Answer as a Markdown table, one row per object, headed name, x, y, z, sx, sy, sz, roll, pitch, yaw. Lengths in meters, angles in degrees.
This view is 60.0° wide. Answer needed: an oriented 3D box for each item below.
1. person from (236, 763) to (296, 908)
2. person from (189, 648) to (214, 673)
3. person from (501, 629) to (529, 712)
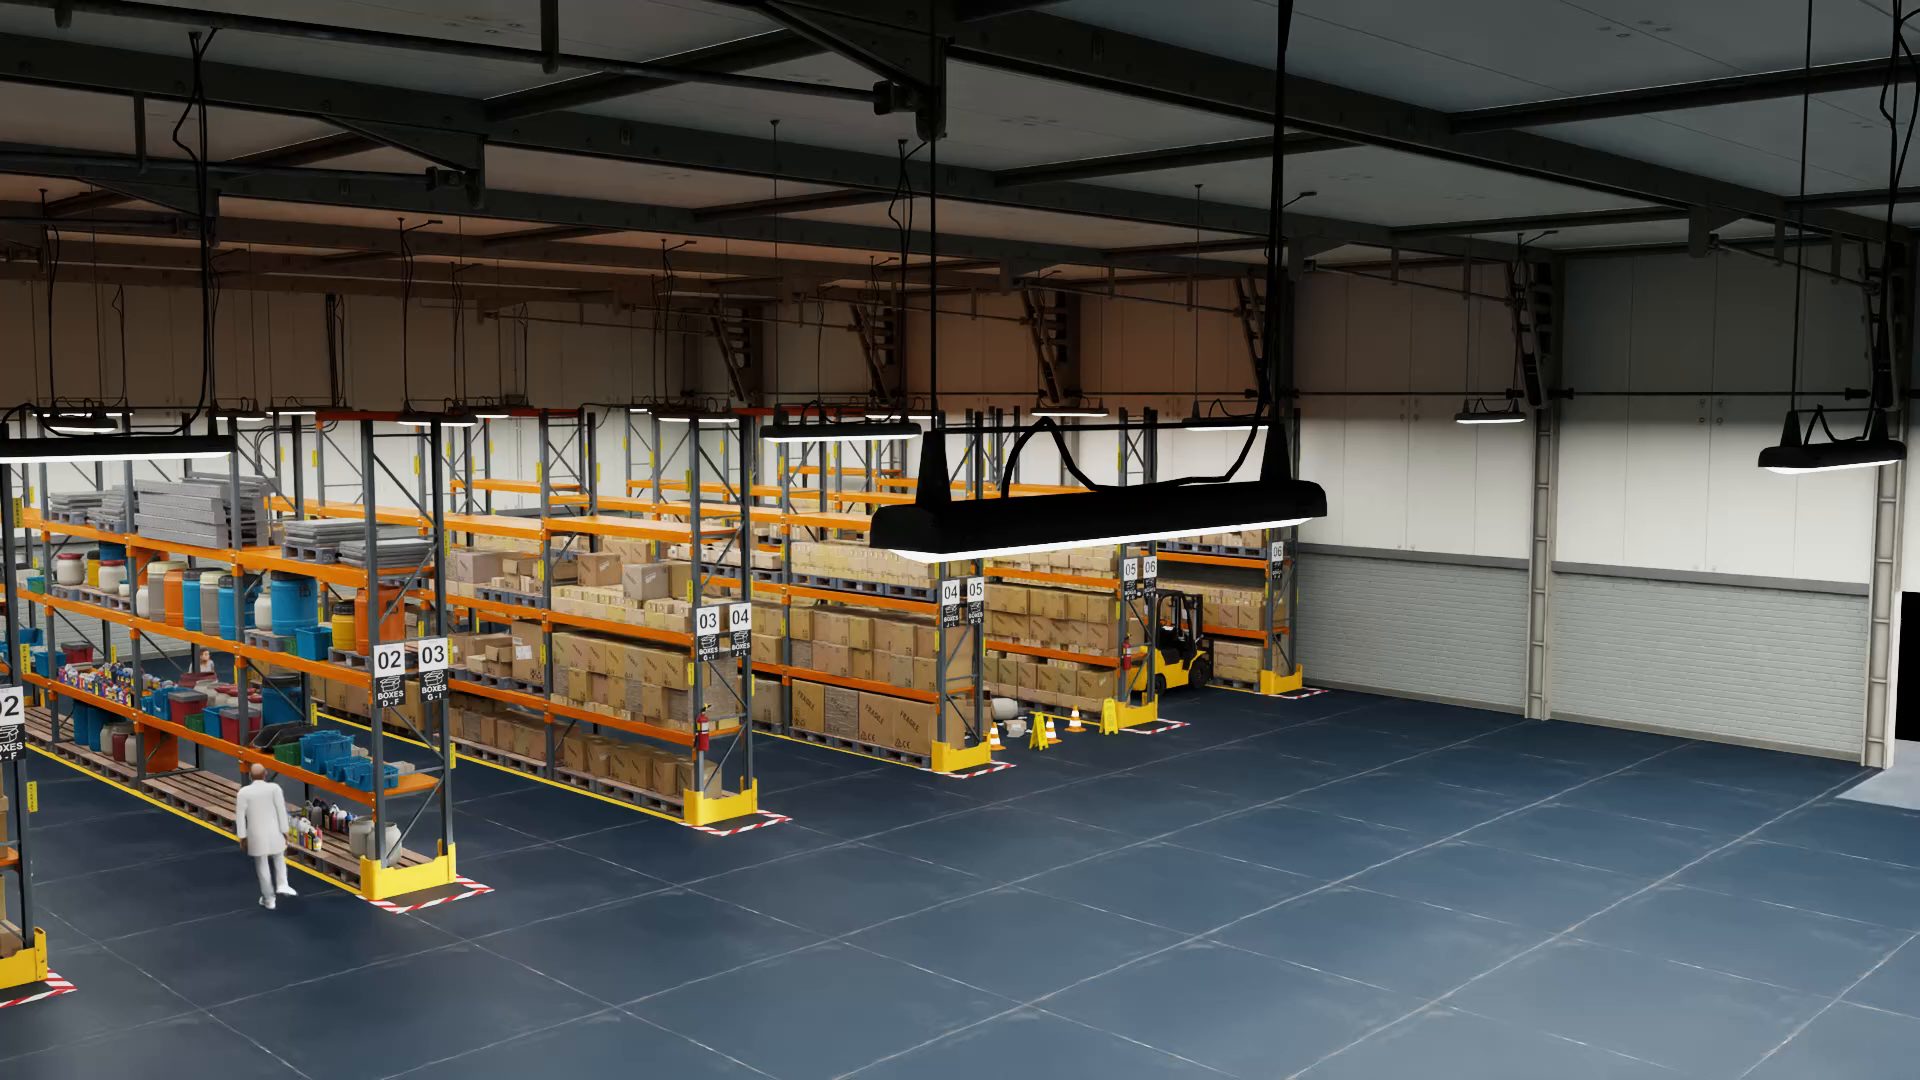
| name | x | y | z | sx | sy | sz | roll | pitch | yaw |
| --- | --- | --- | --- | --- | --- | --- | --- | --- | --- |
| person | -8.534 | 3.631 | 20.450 | 0.626 | 1.770 | 0.572 | -4 | 6 | -36 |
| person | -14.206 | 2.790 | 31.141 | 0.525 | 1.579 | 0.700 | -4 | 6 | -38 |
| person | -8.976 | 2.579 | 32.880 | 0.989 | 1.620 | 0.443 | 3 | 6 | 34 |
